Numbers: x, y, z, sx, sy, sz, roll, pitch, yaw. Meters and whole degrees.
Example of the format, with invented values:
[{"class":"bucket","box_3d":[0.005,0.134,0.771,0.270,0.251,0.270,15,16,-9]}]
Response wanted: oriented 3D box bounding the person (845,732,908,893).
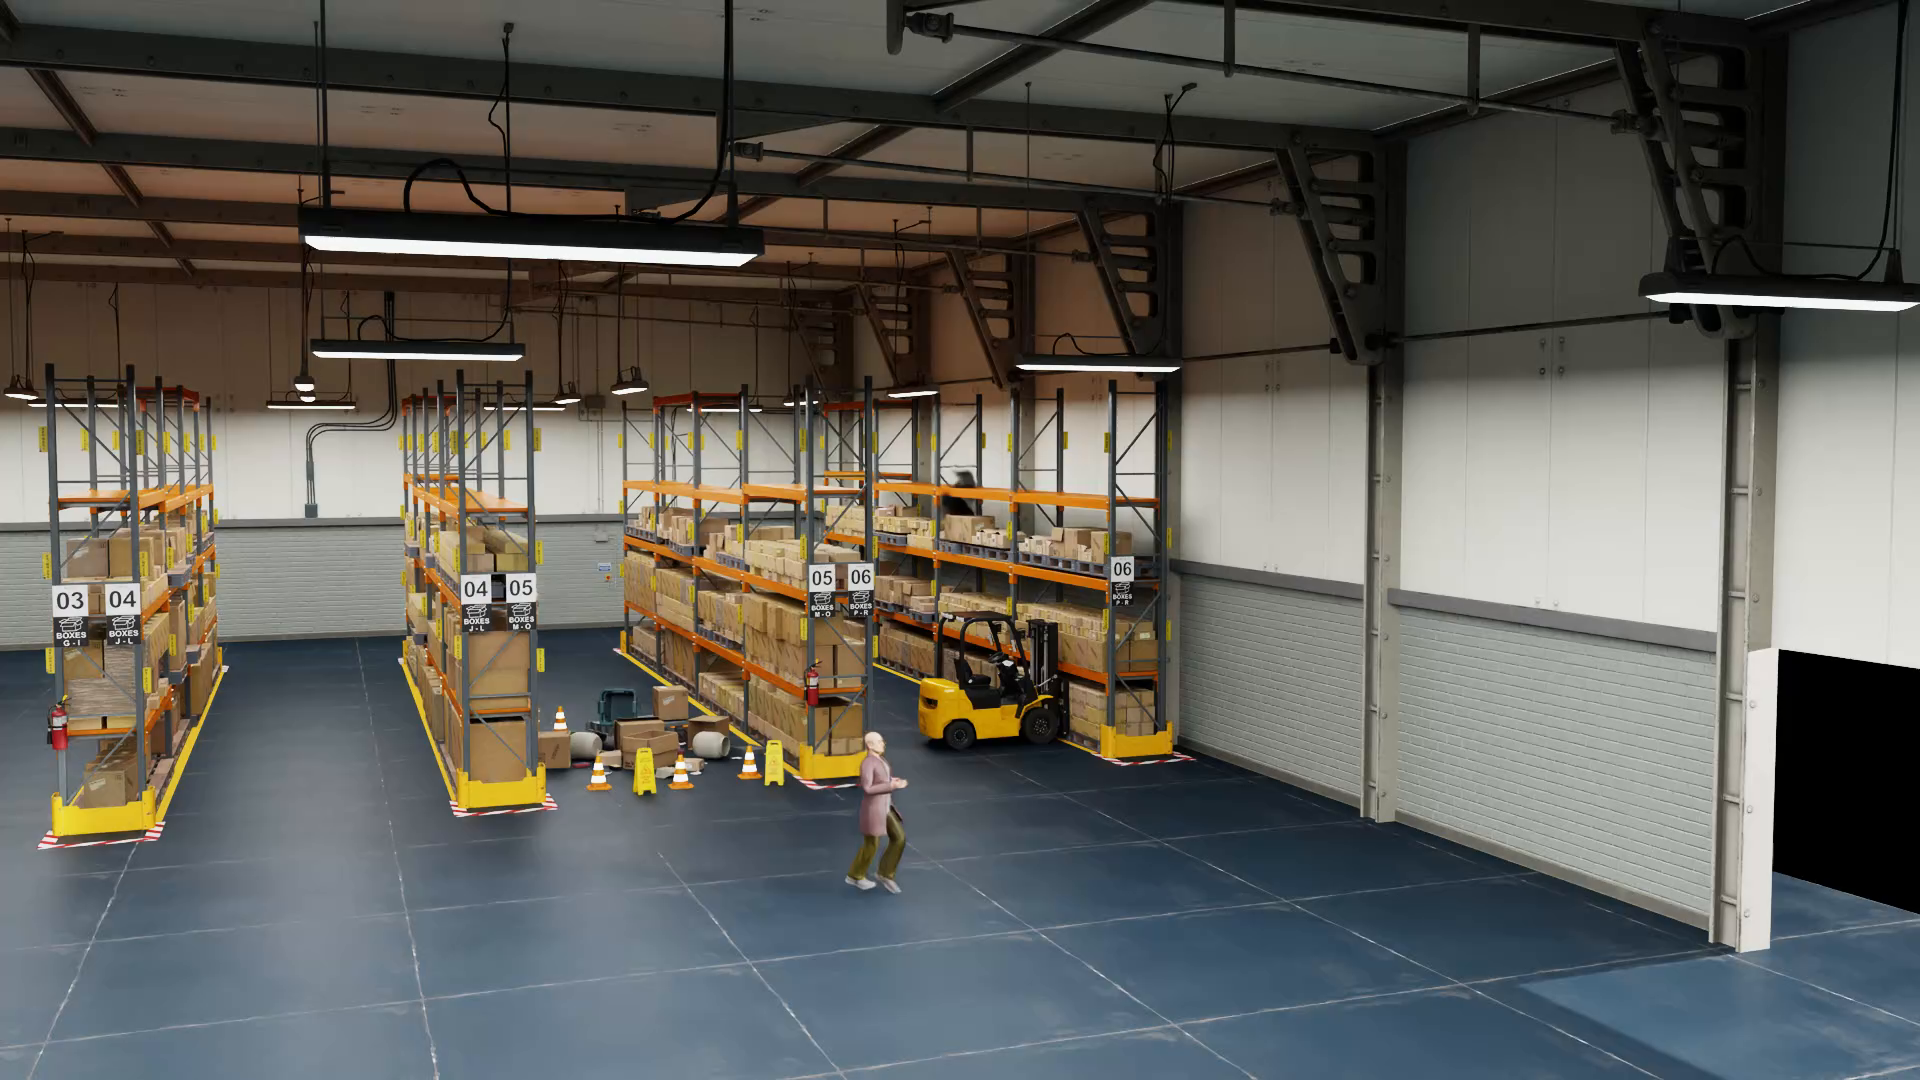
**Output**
[{"class":"person","box_3d":[-0.872,3.039,18.437,0.702,1.826,0.685,1,4,22]}]
